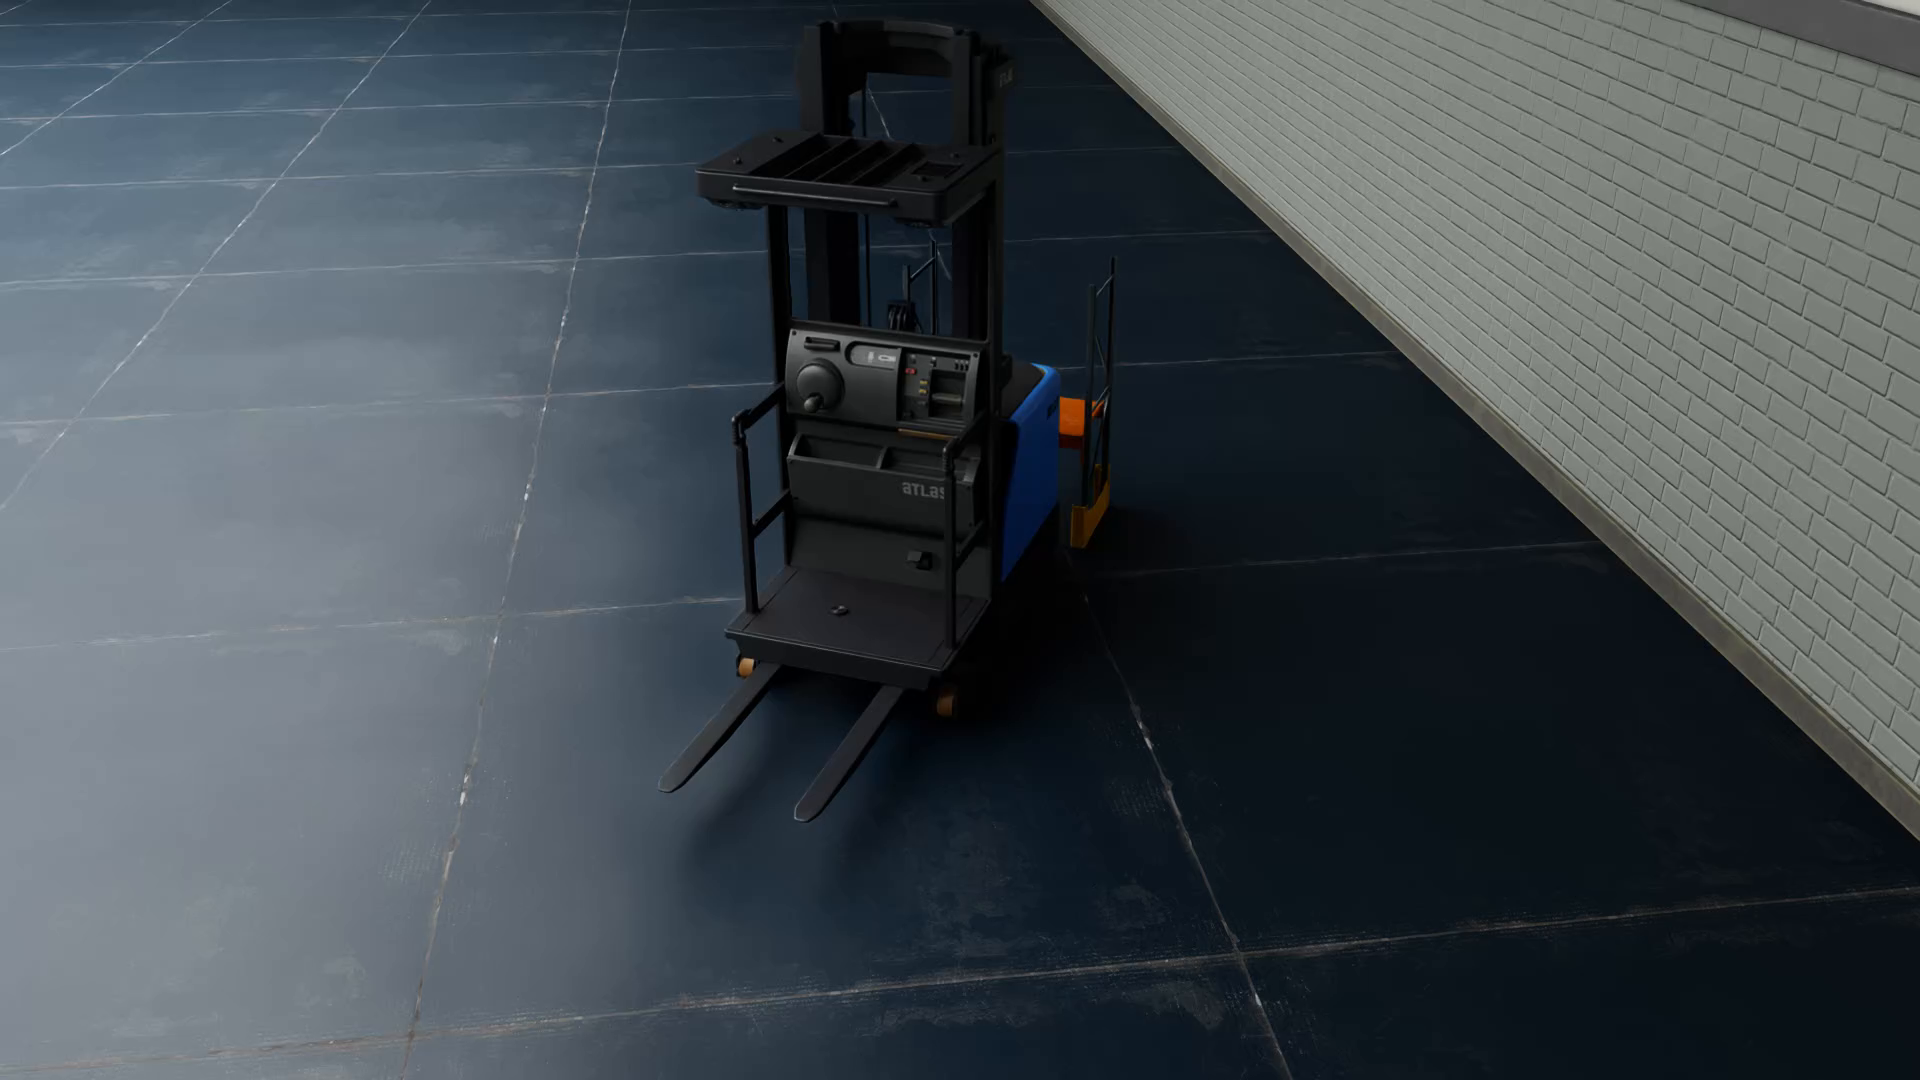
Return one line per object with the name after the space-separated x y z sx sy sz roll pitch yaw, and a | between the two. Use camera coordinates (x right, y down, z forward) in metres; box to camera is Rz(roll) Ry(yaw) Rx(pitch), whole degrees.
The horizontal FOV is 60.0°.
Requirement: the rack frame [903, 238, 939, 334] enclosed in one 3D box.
-0.210 -0.896 9.353 0.032 1.500 0.500 9 28 16 | rack frame

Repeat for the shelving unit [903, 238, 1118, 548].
0.264 -0.824 9.212 1.083 1.500 0.587 9 28 16 | shelving unit

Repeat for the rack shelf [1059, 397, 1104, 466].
0.273 -0.662 9.292 1.000 0.185 0.538 9 28 16 | rack shelf

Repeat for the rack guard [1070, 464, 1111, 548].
0.737 -0.196 9.357 0.087 0.250 0.587 9 28 16 | rack guard

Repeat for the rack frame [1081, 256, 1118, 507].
0.755 -0.749 9.067 0.032 1.500 0.500 9 28 16 | rack frame

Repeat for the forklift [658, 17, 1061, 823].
-0.424 -0.692 7.388 1.130 2.935 3.031 9 28 17 | forklift
